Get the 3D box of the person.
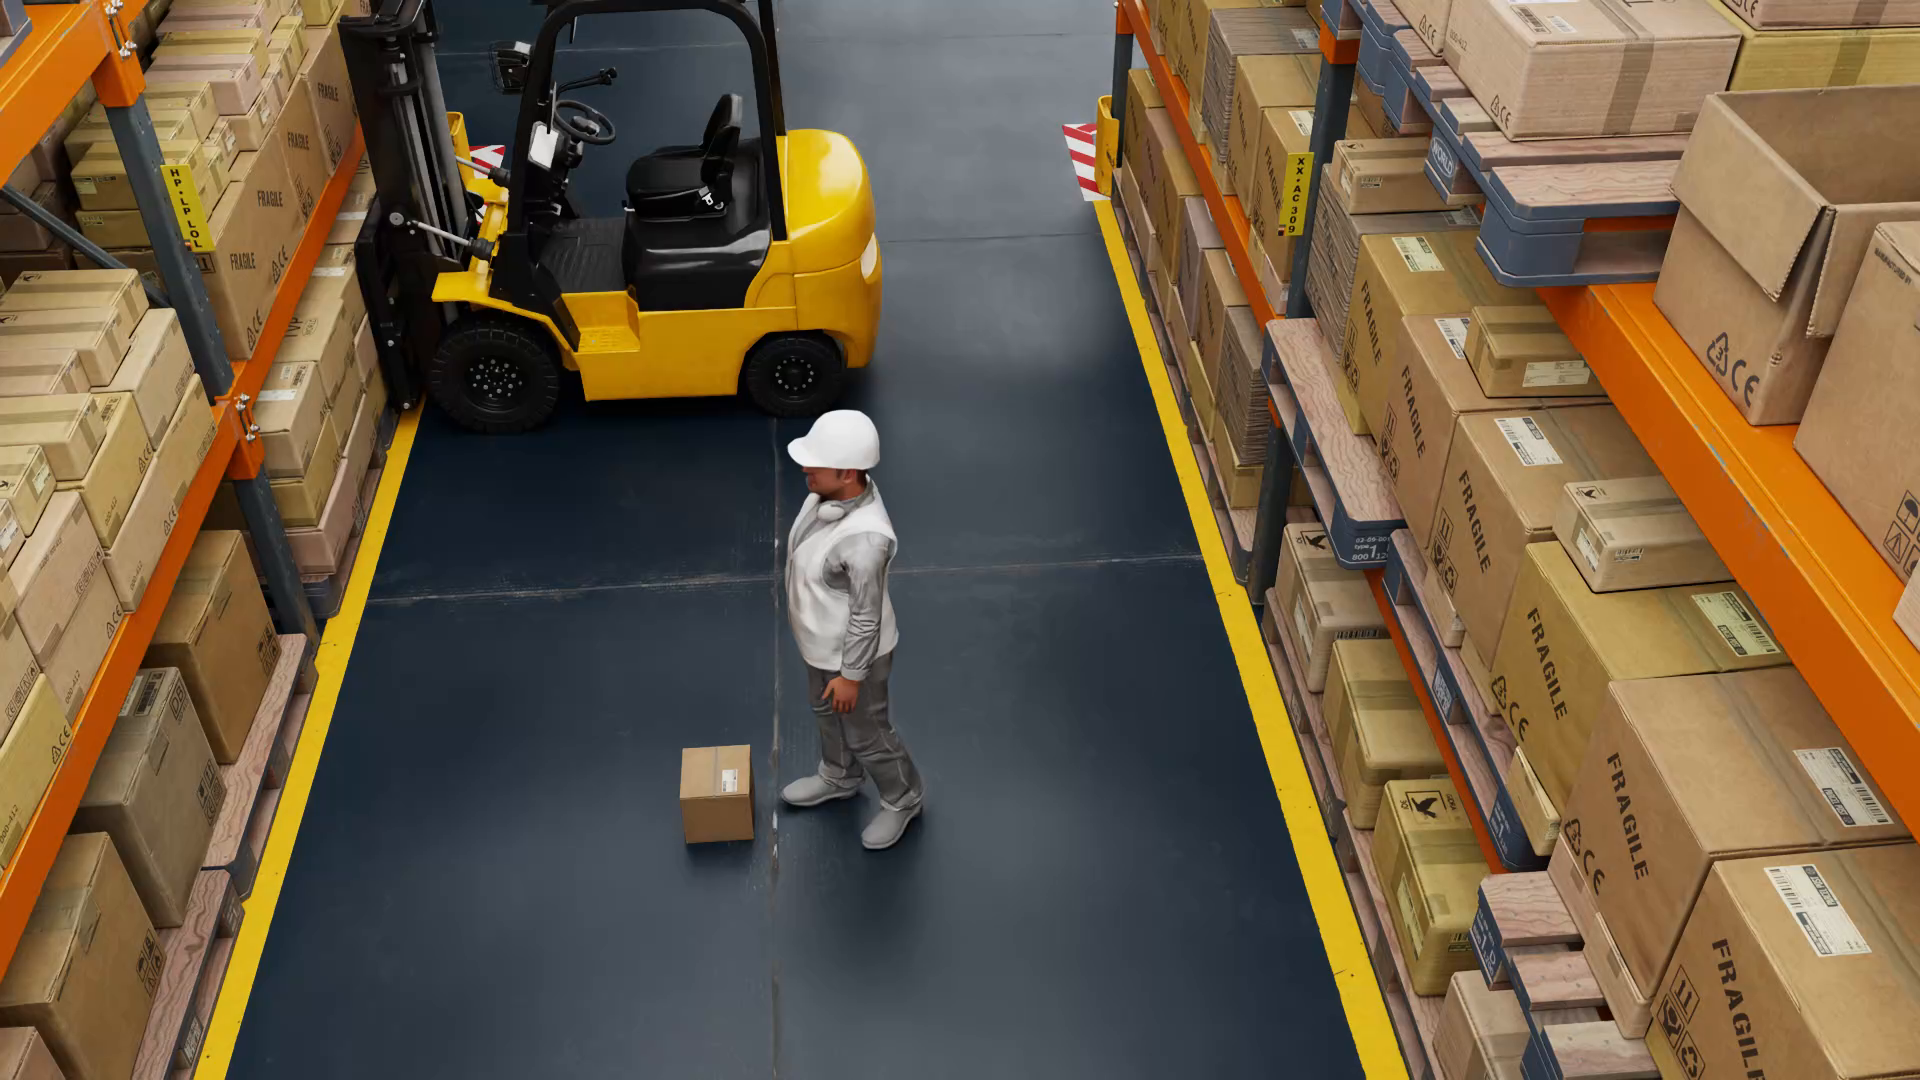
[{"bbox_3d":[-0.402,0.324,5.723,0.505,1.776,0.555,-11,40,-14],"label":"person"}]
